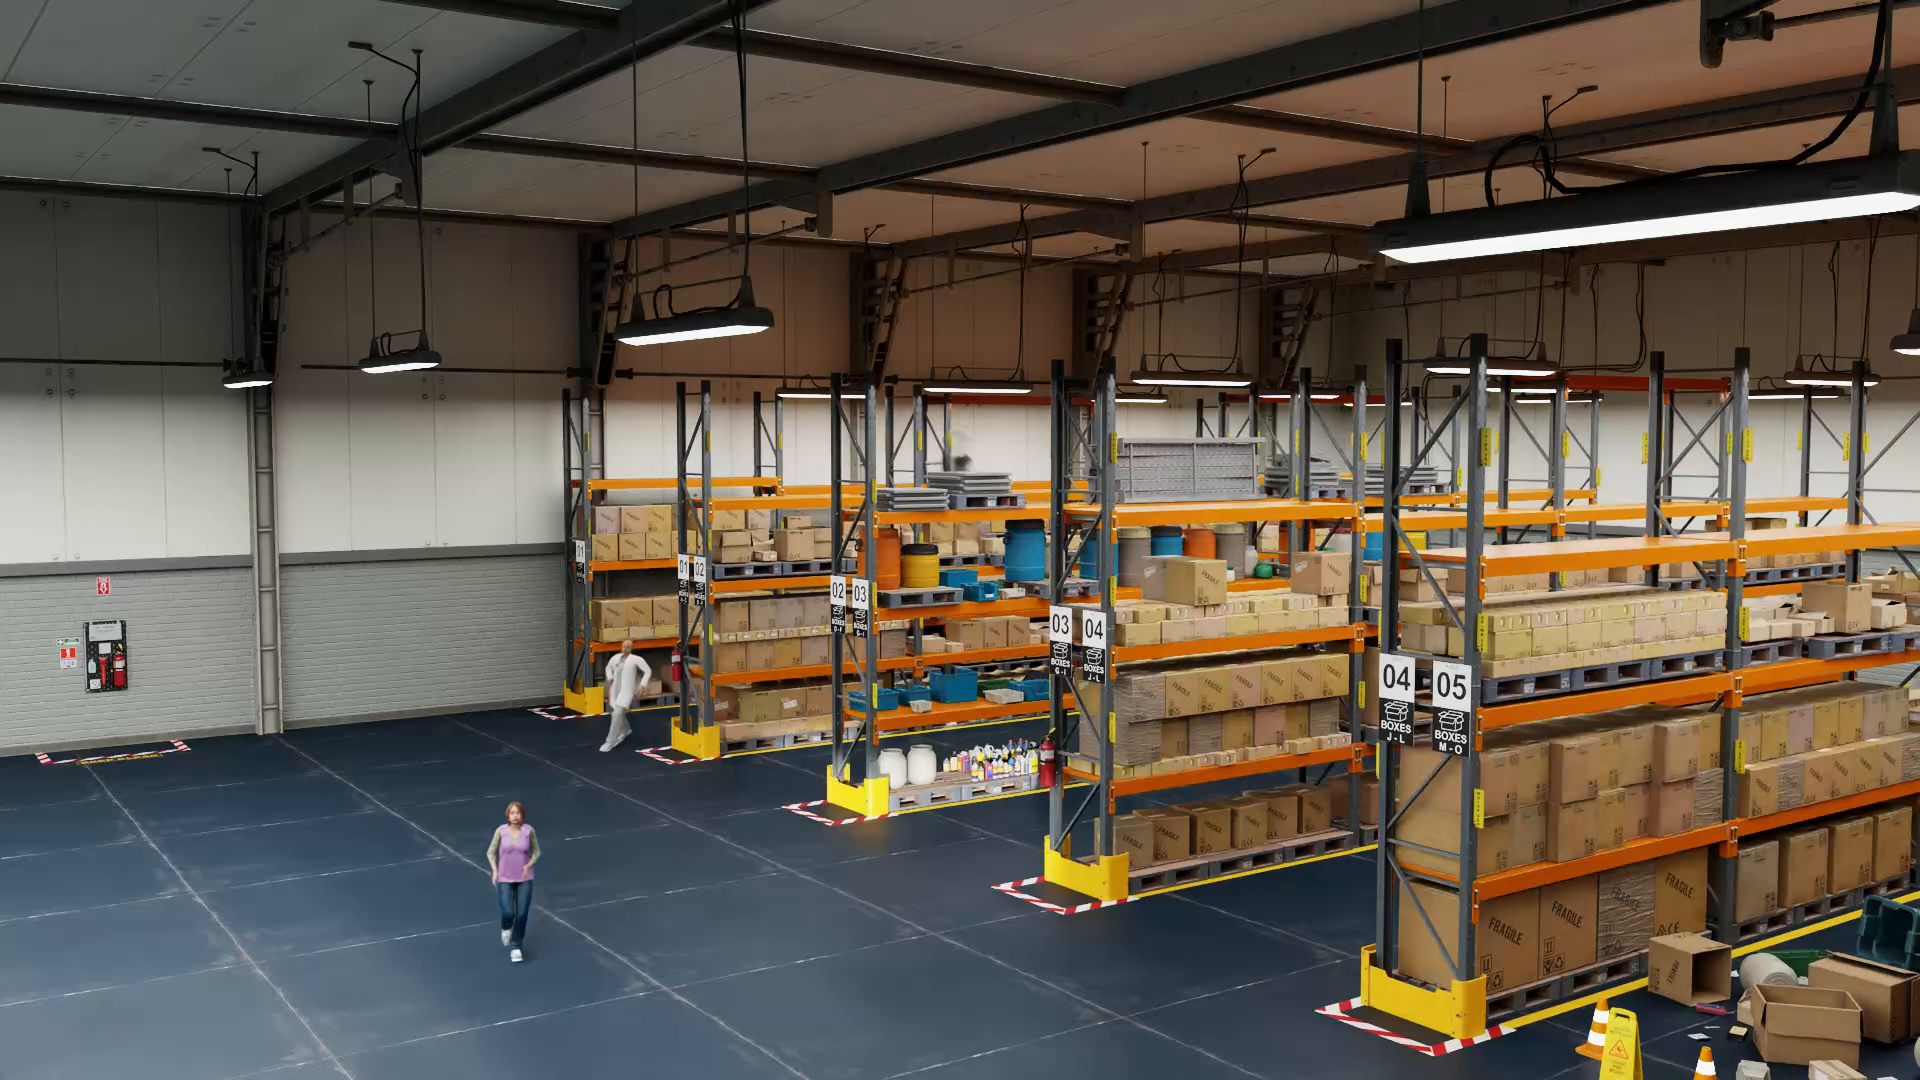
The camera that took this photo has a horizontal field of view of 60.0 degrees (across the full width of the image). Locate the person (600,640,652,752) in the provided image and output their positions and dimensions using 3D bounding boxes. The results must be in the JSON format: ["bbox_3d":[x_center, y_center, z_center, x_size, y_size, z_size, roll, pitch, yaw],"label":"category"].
[{"bbox_3d":[-5.489,2.523,27.232,0.770,1.795,0.933,2,4,25],"label":"person"}]

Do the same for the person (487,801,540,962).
[{"bbox_3d":[-4.371,3.343,16.315,0.507,1.552,0.512,-1,4,-17],"label":"person"}]
